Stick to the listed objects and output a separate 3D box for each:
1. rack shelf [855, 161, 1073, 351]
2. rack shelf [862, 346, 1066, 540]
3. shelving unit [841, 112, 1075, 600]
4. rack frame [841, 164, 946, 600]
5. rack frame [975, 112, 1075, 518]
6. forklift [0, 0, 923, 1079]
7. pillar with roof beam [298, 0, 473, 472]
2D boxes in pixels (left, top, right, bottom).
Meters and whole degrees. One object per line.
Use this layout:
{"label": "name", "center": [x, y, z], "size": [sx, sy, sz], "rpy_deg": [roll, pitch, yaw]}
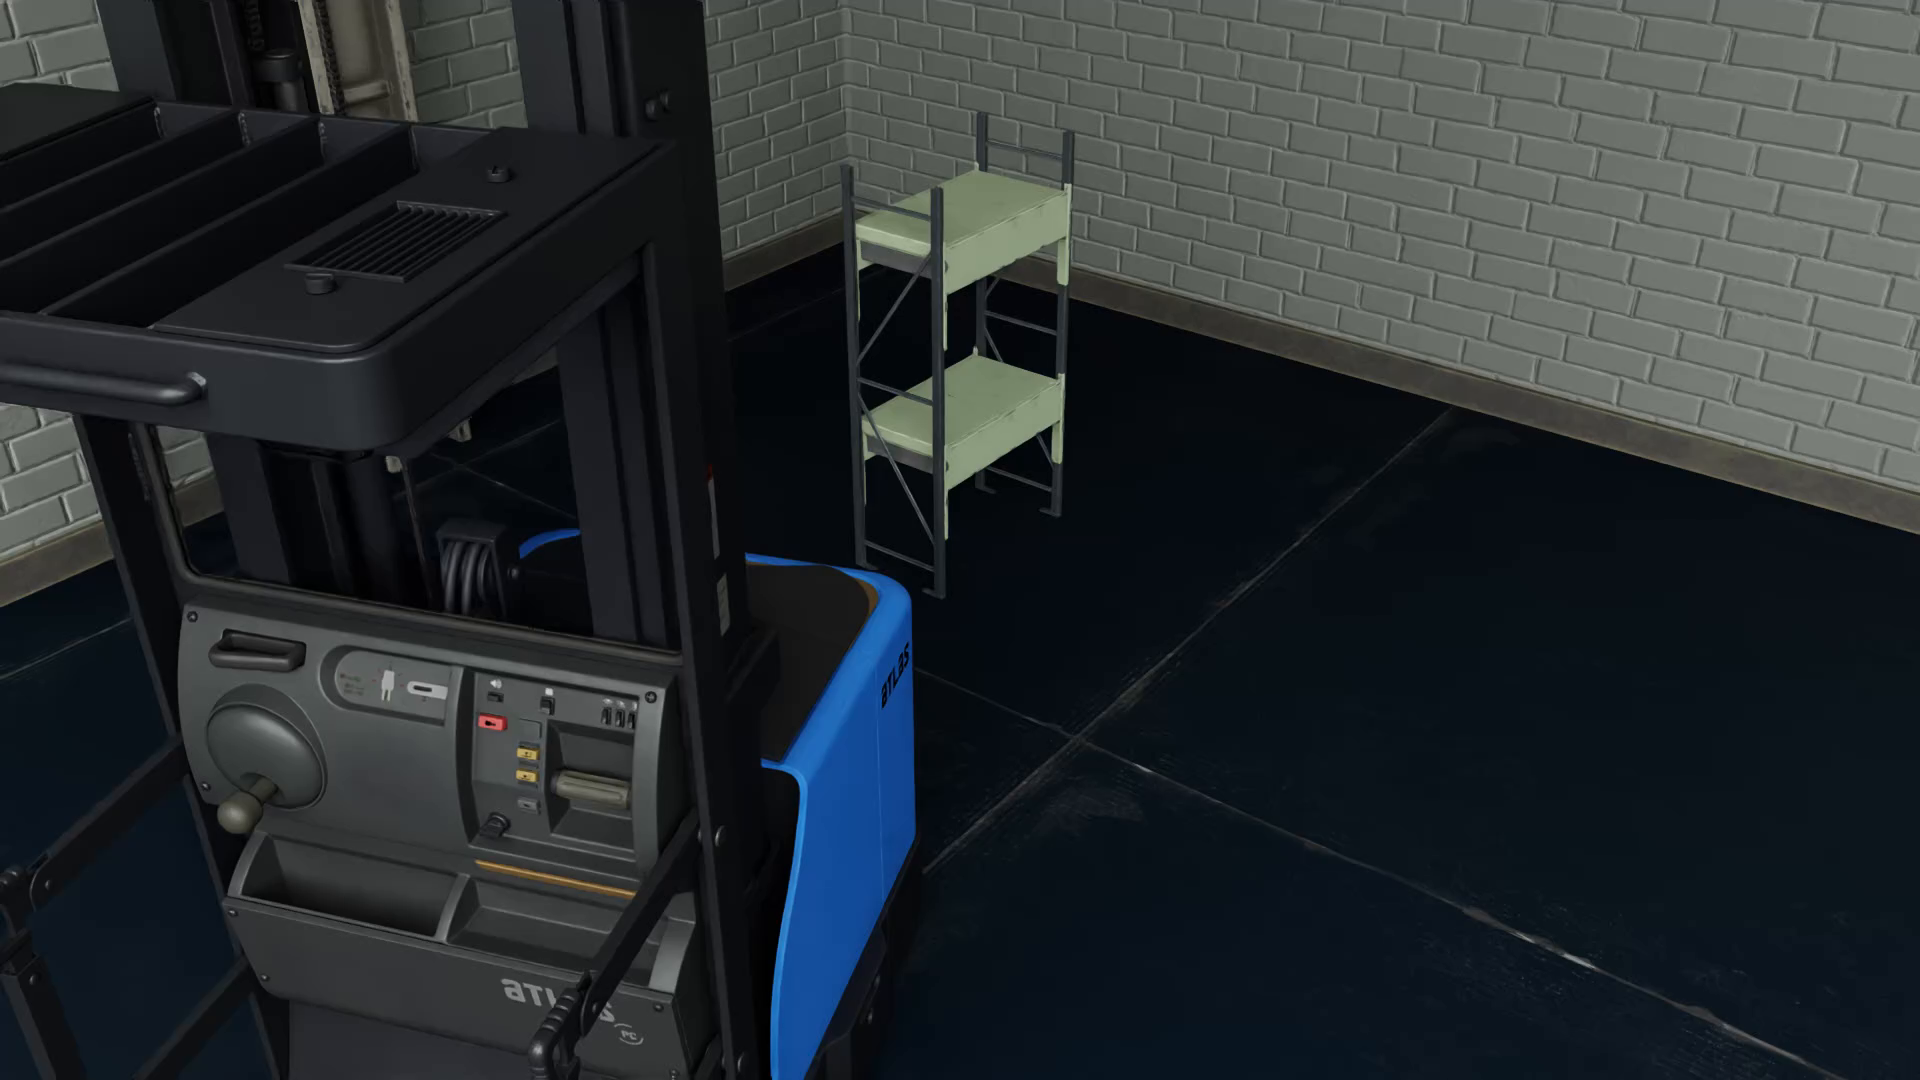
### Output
{"label": "rack shelf", "center": [0.004, -0.984, 5.673], "size": [0.431, 0.370, 0.720], "rpy_deg": [21, 37, 31]}
{"label": "rack shelf", "center": [0.004, -0.367, 6.038], "size": [0.431, 0.370, 0.720], "rpy_deg": [21, 37, 31]}
{"label": "shelving unit", "center": [0.004, -0.648, 5.872], "size": [0.431, 1.500, 0.755], "rpy_deg": [21, 37, 31]}
{"label": "rack frame", "center": [-0.217, -0.499, 5.621], "size": [0.400, 1.500, 0.023], "rpy_deg": [21, 37, 31]}
{"label": "rack frame", "center": [0.225, -0.797, 6.123], "size": [0.400, 1.500, 0.023], "rpy_deg": [21, 37, 31]}
{"label": "forklift", "center": [-0.994, 0.404, 2.693], "size": [1.130, 2.935, 3.031], "rpy_deg": [8, 32, 14]}
{"label": "pillar with roof beam", "center": [1.149, -2.946, 2.394], "size": [9.100, 9.000, 0.400], "rpy_deg": [21, 37, 31]}
